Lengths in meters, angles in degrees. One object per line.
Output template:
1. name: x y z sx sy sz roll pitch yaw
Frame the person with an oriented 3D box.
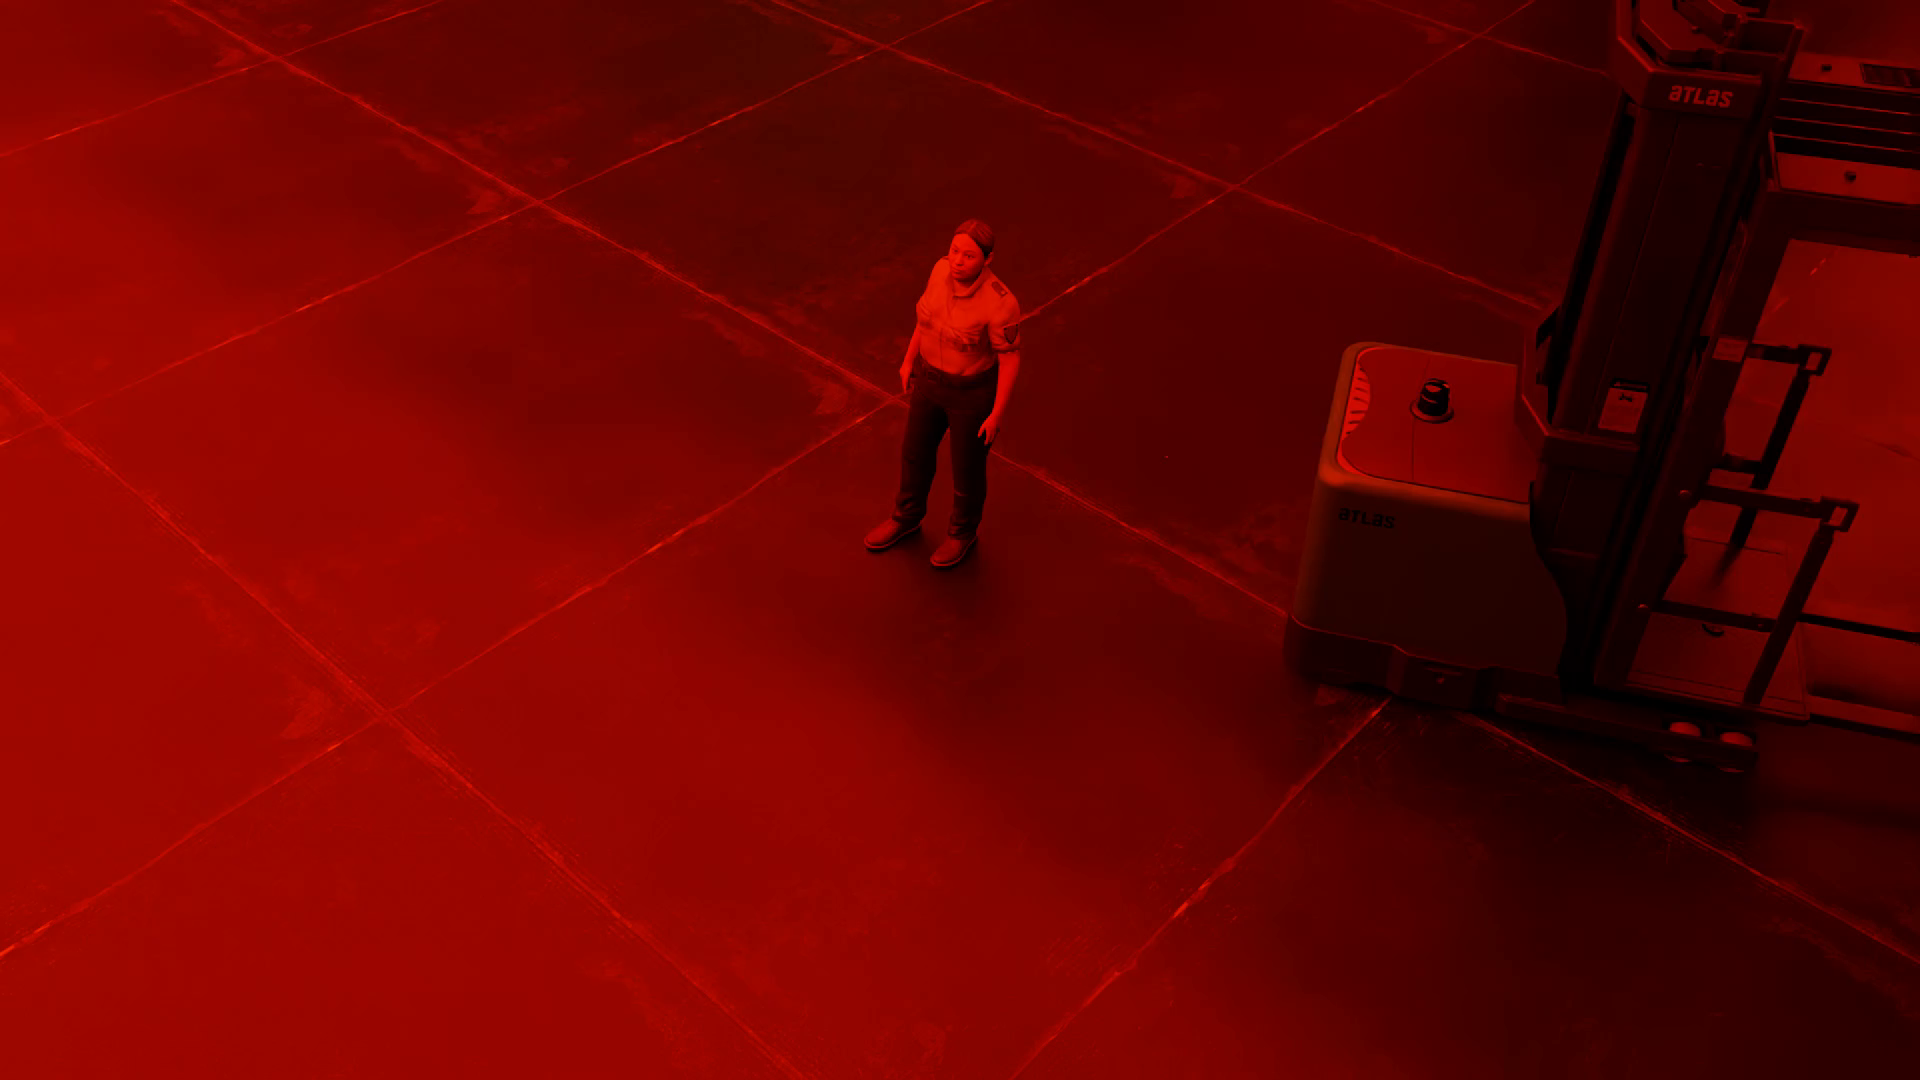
1. person: -0.078 -0.597 7.100 0.598 1.651 0.502 31 49 31

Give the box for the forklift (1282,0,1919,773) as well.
1. forklift: 2.935 -0.577 6.101 3.031 2.935 1.130 11 42 13
